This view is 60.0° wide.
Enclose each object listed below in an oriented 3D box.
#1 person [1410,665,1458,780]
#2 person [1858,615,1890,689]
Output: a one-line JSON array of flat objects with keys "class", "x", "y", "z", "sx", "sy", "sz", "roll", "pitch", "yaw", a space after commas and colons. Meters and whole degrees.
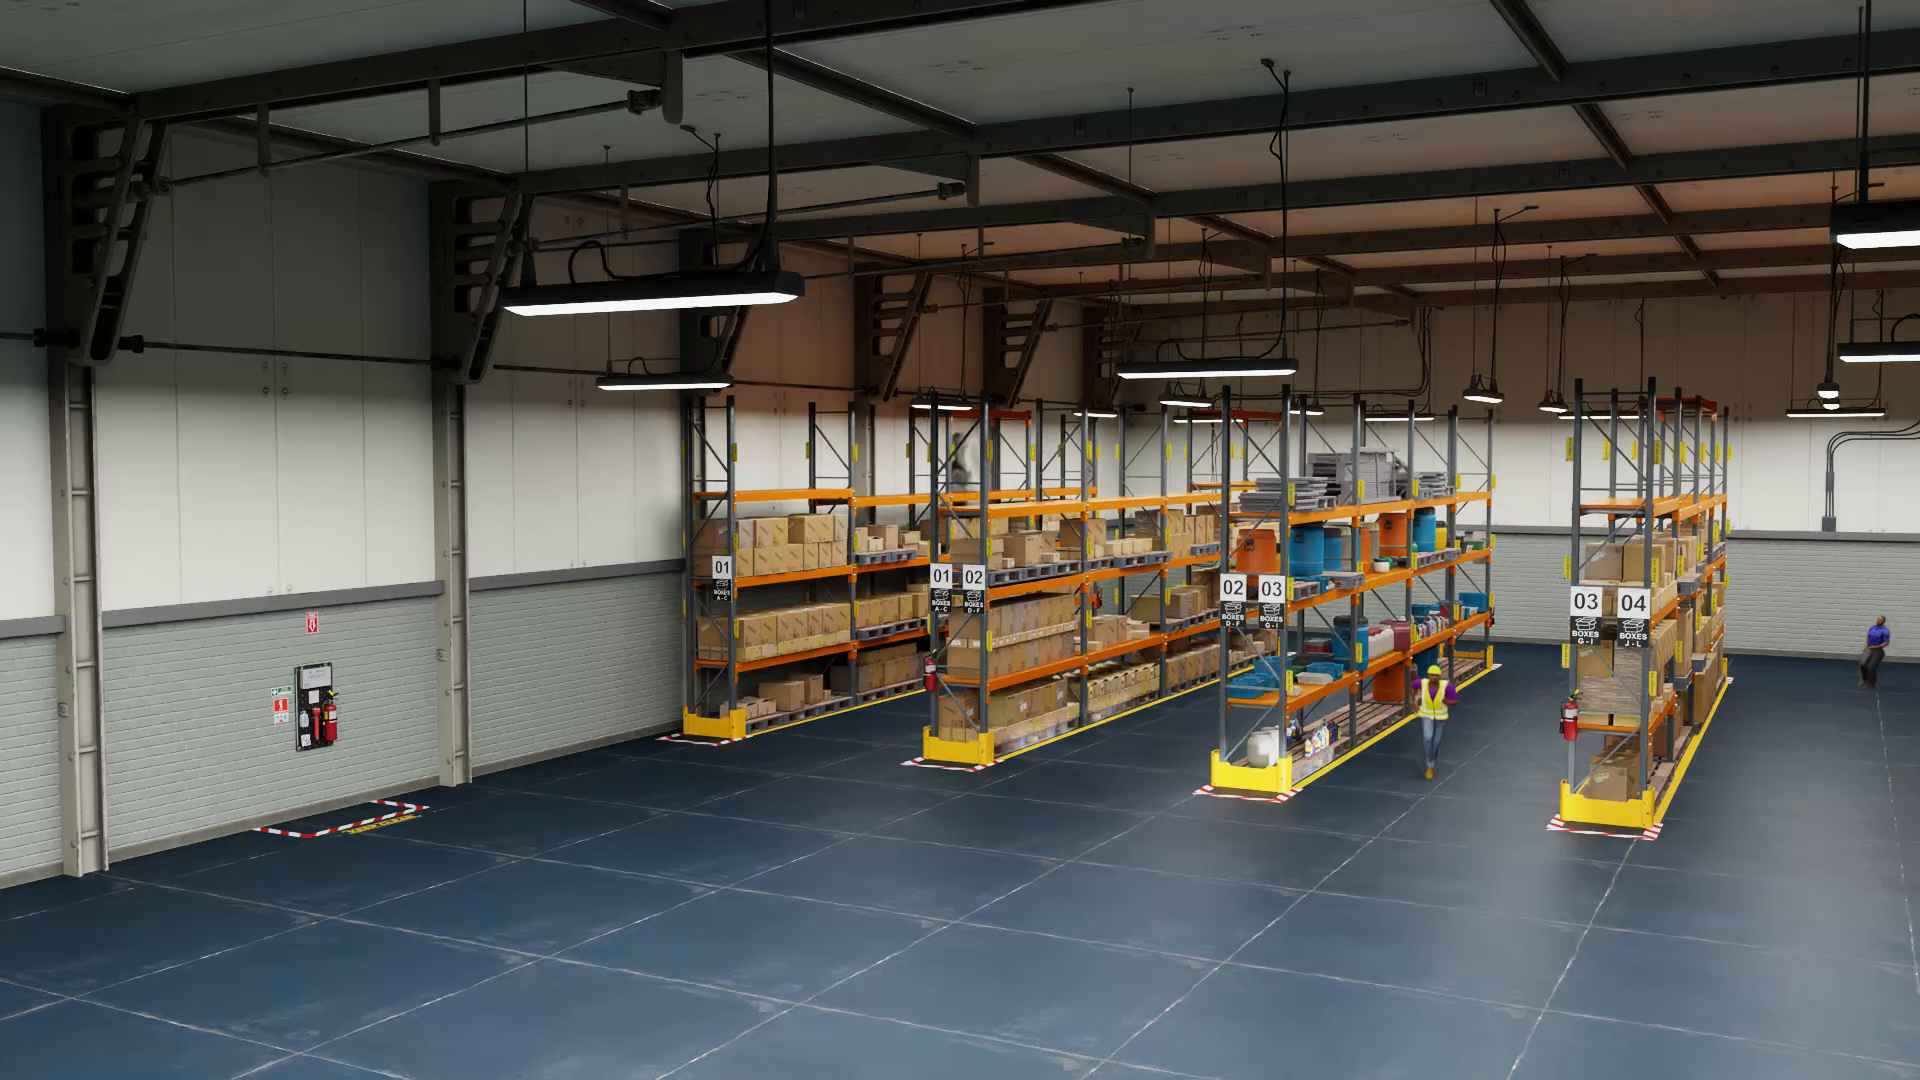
[{"class": "person", "x": 7.331, "y": 2.791, "z": 25.746, "sx": 0.689, "sy": 1.766, "sz": 0.957, "roll": 0, "pitch": 3, "yaw": 9}, {"class": "person", "x": 19.174, "y": 2.336, "z": 34.890, "sx": 0.591, "sy": 1.545, "sz": 0.583, "roll": -2, "pitch": 4, "yaw": -32}]
